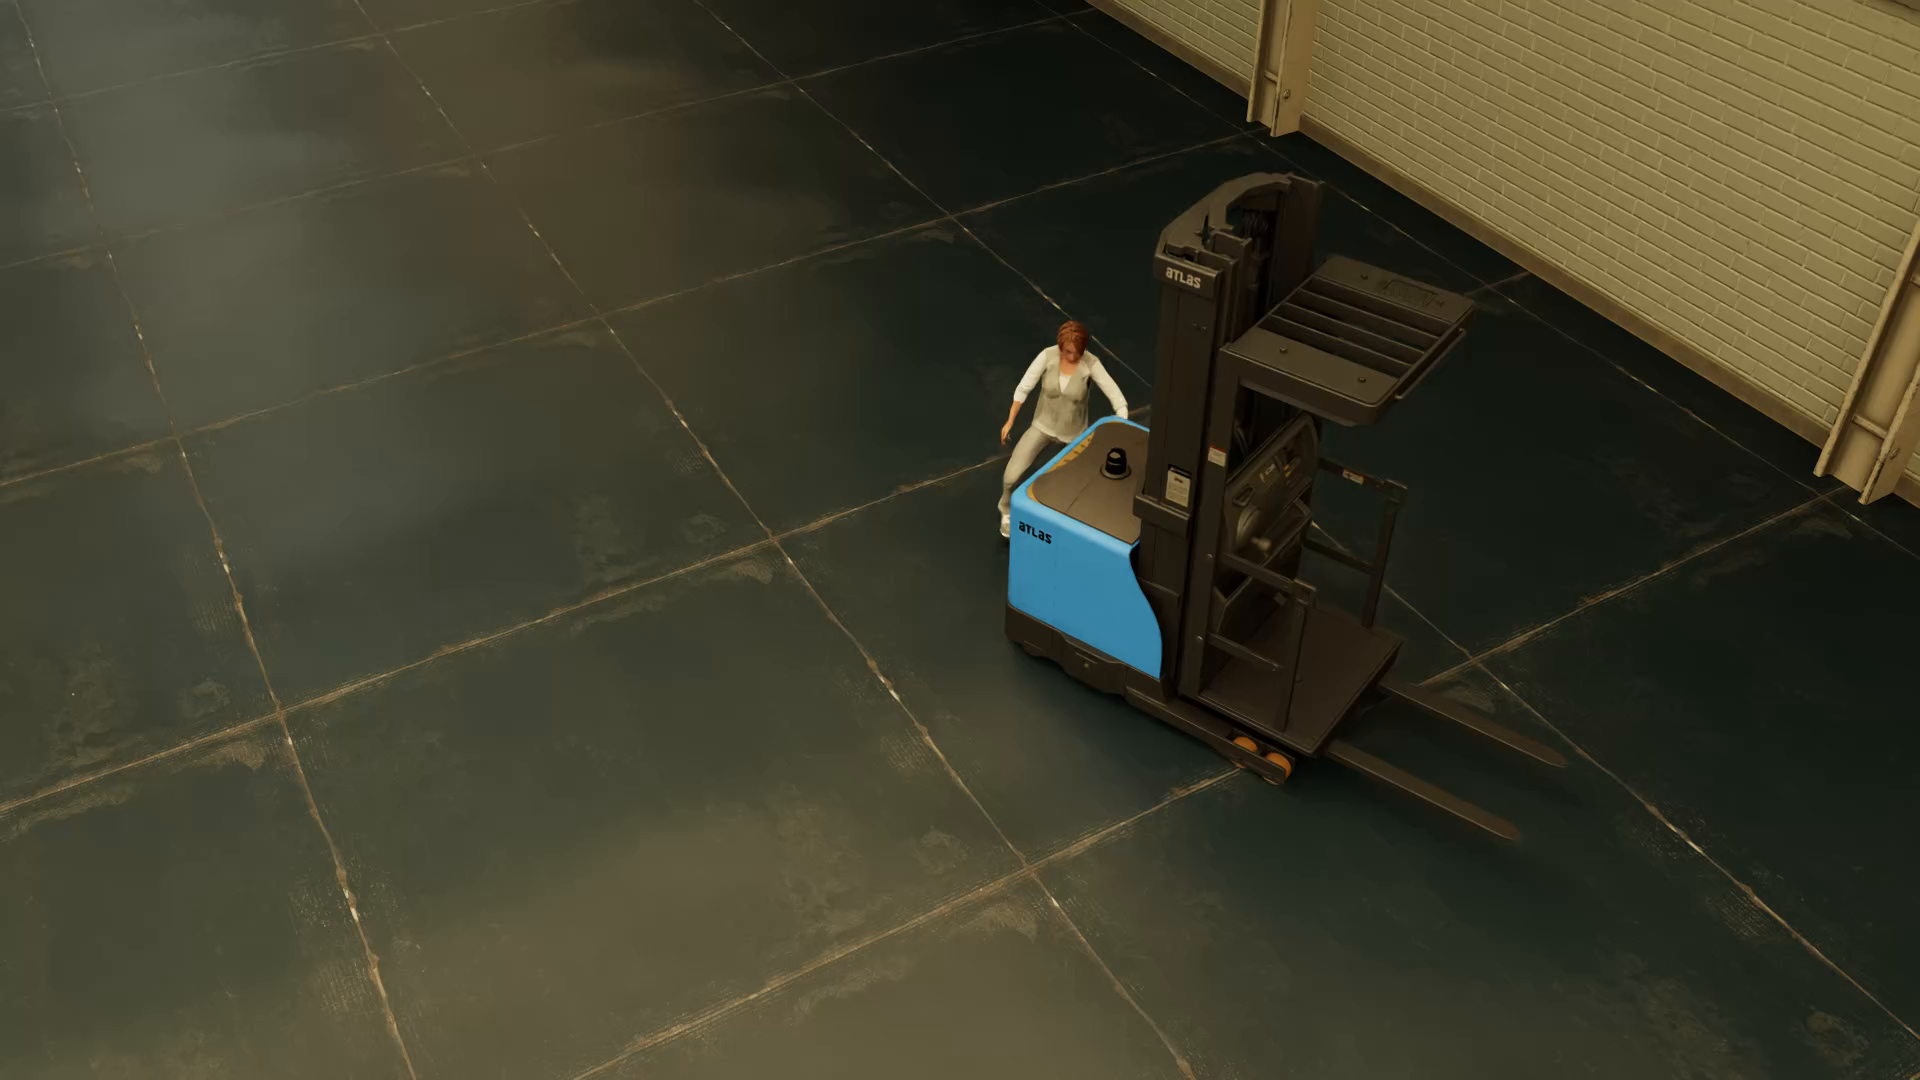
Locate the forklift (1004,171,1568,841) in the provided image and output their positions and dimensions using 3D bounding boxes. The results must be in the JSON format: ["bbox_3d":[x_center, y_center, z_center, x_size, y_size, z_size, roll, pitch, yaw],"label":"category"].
[{"bbox_3d":[1.738,-0.226,8.309,3.031,2.935,1.130,26,46,28],"label":"forklift"}]

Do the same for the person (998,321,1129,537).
[{"bbox_3d":[0.664,-0.668,10.020,0.816,1.476,0.646,7,40,8],"label":"person"}]
